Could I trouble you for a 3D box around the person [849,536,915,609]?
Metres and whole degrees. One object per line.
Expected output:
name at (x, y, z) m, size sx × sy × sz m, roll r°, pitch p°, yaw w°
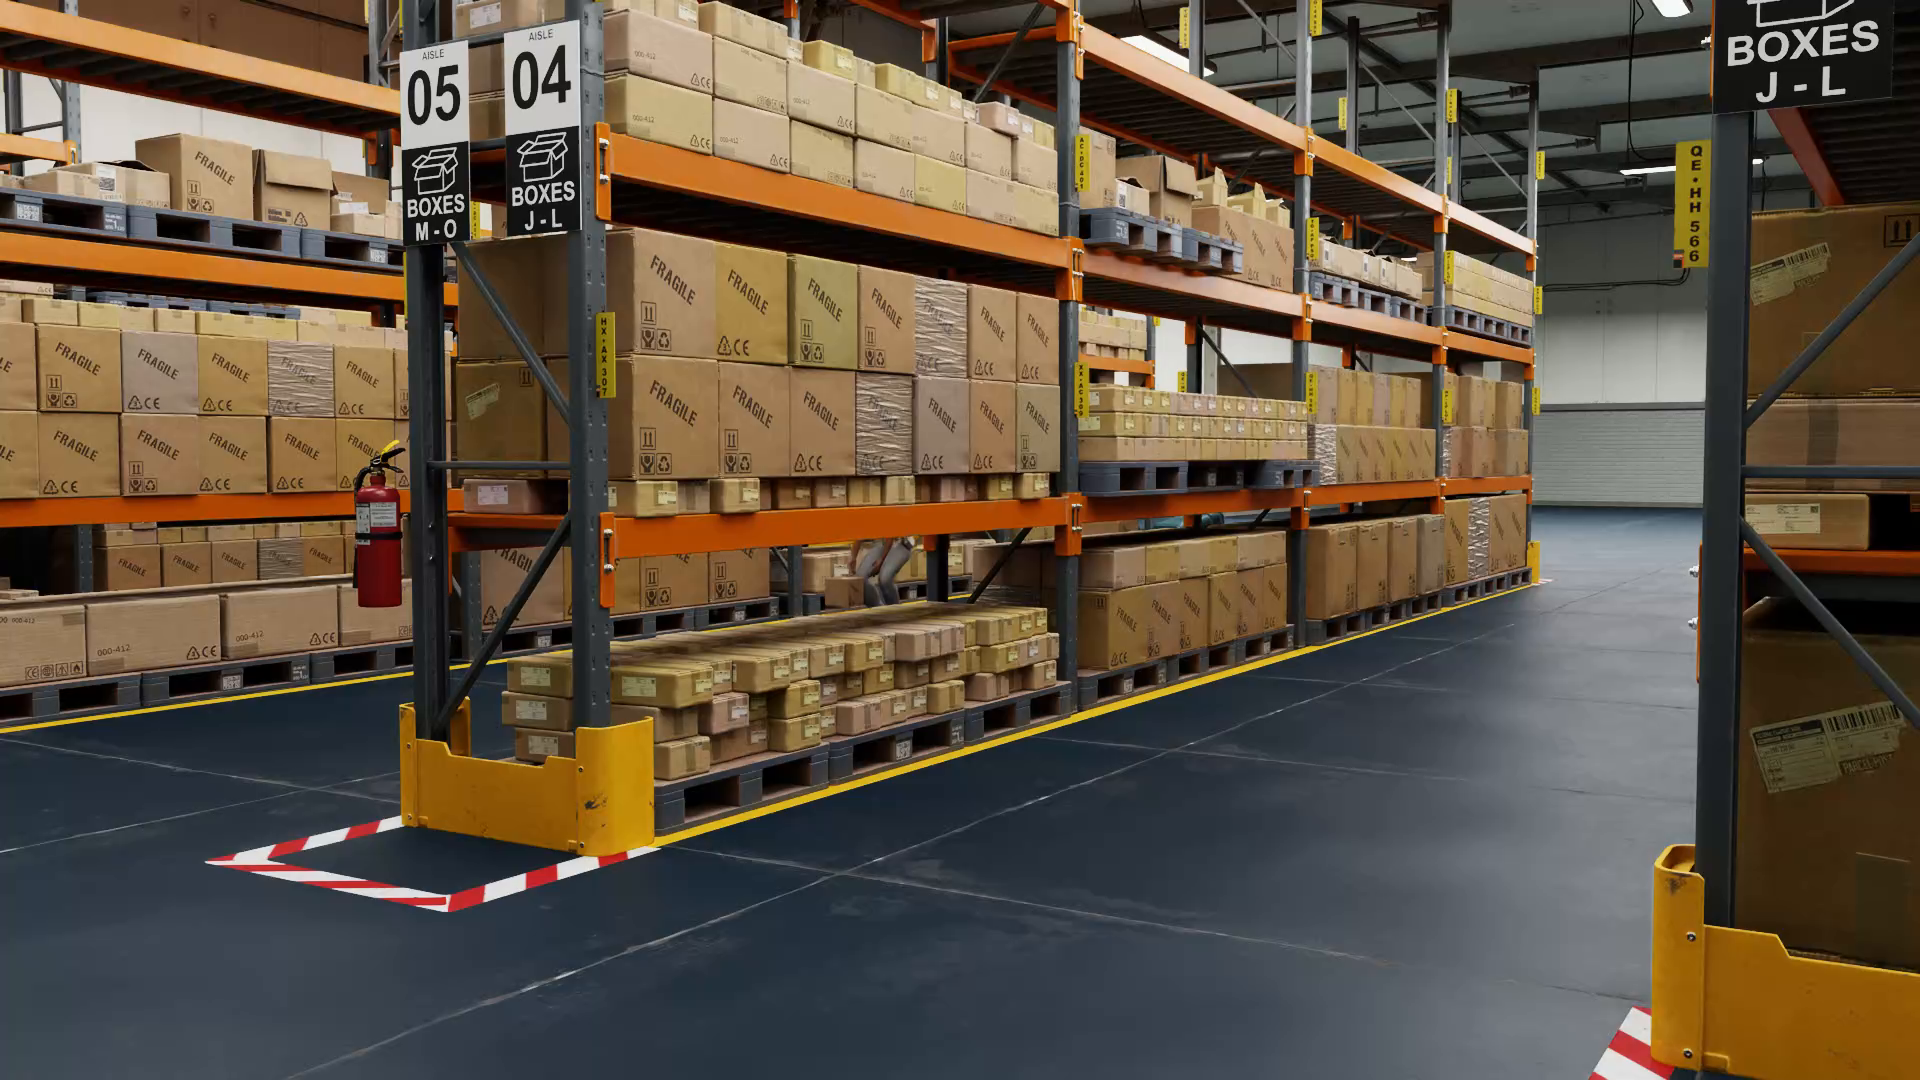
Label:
person at (-0.721, 0.101, 15.186) m, size 0.496 × 1.360 × 0.724 m, roll 3°, pitch 4°, yaw 43°
